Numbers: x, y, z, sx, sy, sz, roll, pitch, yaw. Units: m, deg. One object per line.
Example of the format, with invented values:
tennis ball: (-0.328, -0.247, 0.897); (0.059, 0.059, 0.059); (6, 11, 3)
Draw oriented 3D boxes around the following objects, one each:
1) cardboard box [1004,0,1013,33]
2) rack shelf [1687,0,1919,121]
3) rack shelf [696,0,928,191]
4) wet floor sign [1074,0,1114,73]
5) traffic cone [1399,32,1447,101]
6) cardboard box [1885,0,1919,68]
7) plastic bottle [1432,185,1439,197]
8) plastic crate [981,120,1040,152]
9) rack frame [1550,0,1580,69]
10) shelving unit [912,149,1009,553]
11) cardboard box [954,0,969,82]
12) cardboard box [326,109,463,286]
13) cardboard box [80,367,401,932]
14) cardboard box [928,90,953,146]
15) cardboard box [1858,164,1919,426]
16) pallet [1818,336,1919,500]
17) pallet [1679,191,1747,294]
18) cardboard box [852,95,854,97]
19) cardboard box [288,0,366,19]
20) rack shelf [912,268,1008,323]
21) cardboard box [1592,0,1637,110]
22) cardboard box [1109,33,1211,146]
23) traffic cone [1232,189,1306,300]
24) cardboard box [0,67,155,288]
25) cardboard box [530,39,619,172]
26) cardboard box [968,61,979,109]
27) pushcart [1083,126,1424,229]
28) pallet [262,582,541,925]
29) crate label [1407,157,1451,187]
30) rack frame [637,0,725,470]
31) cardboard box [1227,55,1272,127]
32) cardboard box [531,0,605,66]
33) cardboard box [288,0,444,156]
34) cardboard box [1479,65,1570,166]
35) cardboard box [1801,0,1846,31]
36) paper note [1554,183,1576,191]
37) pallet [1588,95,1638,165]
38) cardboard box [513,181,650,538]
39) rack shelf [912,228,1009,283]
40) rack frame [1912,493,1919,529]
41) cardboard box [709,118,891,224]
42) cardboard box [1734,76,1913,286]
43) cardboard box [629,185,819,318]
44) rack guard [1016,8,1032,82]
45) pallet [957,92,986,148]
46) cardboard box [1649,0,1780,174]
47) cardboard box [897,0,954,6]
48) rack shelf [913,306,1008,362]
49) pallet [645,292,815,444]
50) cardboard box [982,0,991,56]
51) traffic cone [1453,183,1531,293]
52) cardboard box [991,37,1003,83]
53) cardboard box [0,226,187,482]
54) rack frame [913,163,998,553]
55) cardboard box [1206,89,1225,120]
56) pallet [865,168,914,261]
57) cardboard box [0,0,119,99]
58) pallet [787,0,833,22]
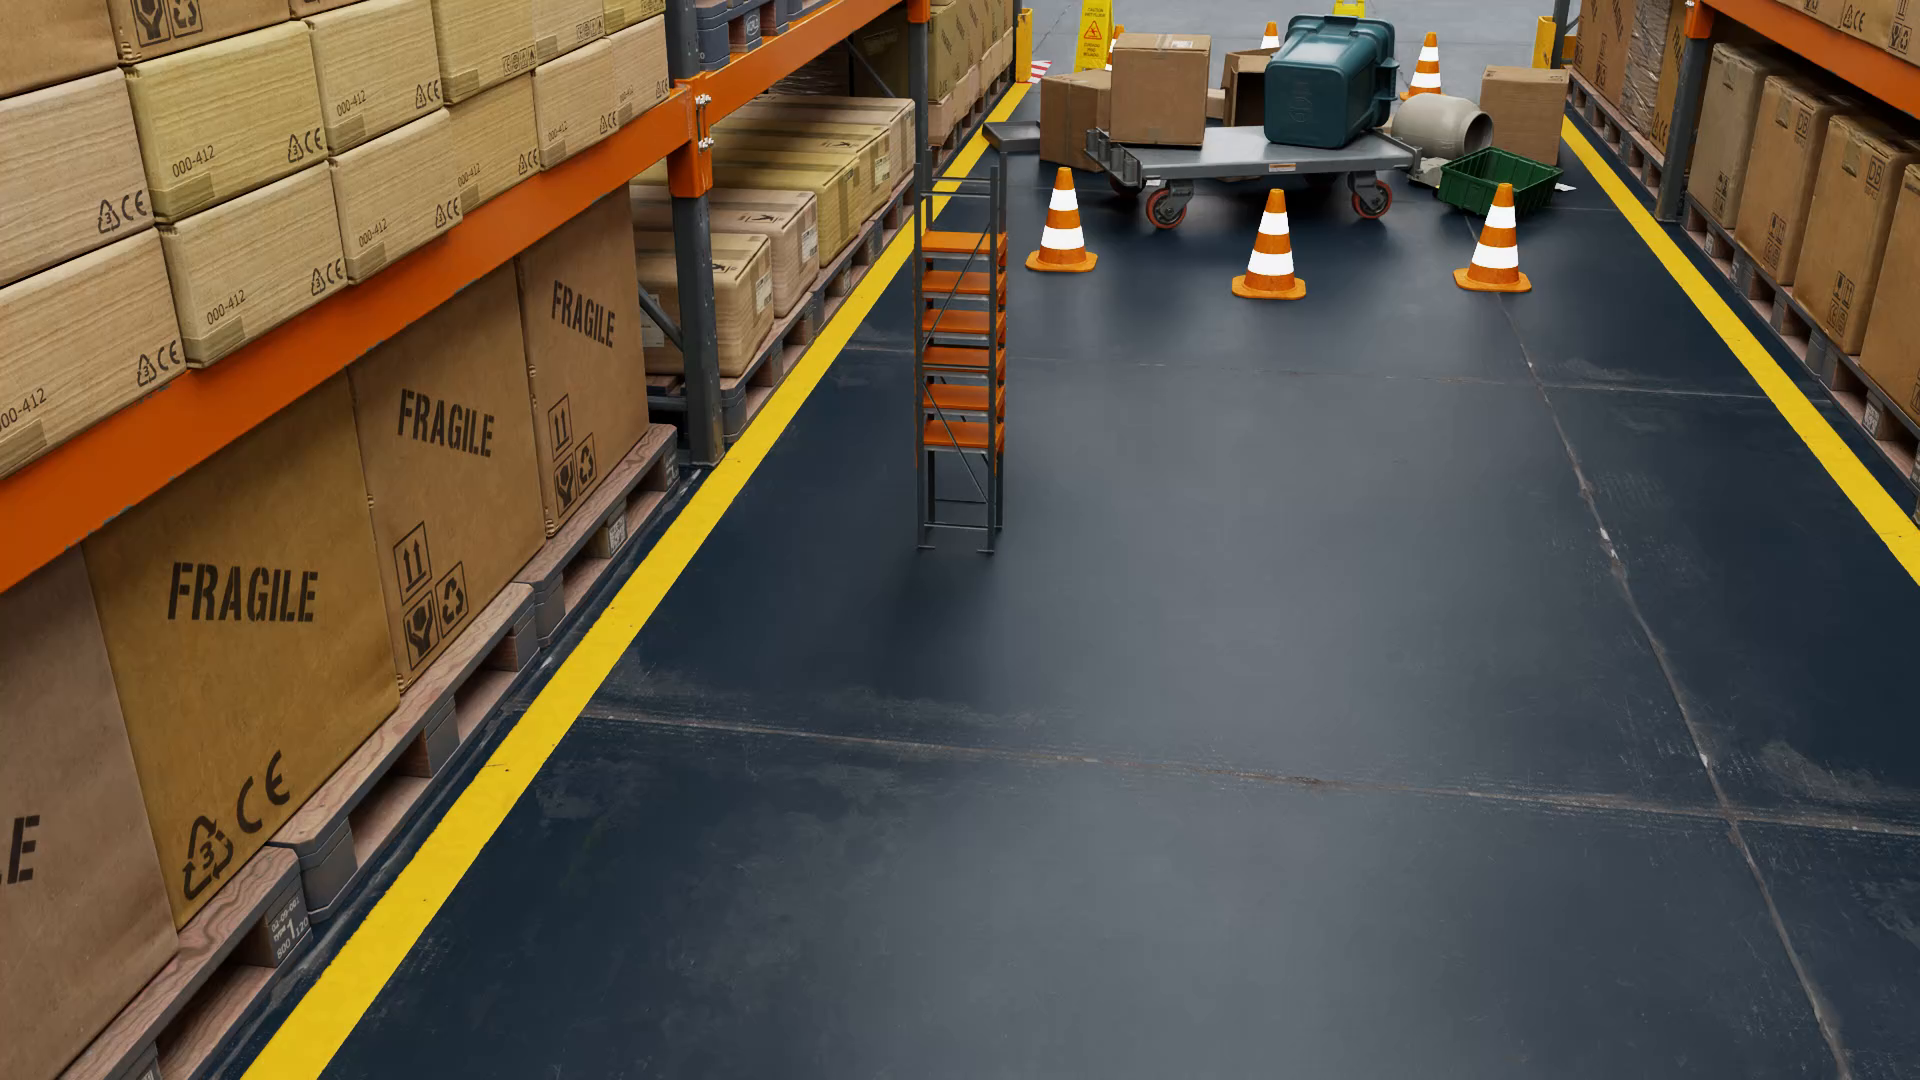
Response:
cardboard box: (0.100, -3.940, 11.993); (0.500, 0.500, 0.500); (4, 25, 9)
rack shelf: (3.894, -1.873, 6.562); (1.077, 0.370, 4.000); (4, 25, 9)
rack shelf: (-1.006, -2.174, 7.204); (1.077, 0.370, 4.000); (4, 25, 9)
wet floor sign: (1.061, -3.948, 12.923); (0.267, 0.644, 0.232); (13, 28, 26)
traffic cone: (3.386, -3.436, 12.044); (0.336, 0.463, 0.334); (4, 25, 9)
cardboard box: (3.458, -1.823, 5.489); (0.500, 0.500, 0.500); (4, 25, 9)
plastic bottle: (2.777, -1.925, 9.290); (0.133, 0.061, 0.283); (-9, 27, -19)
plastic crate: (0.386, -2.614, 10.739); (0.402, 0.080, 0.583); (-5, 25, -10)
rack frame: (4.874, -4.708, 11.771); (1.000, 3.000, 0.127); (4, 25, 9)
shelving unit: (0.002, -0.549, 5.009); (0.258, 1.200, 0.189); (4, 25, 9)
cardboard box: (-0.241, -3.073, 10.141); (0.500, 0.500, 0.500); (5, 26, 11)
cardboard box: (-1.381, -0.726, 3.440); (0.500, 0.250, 0.500); (4, 25, 8)
cardboard box: (-1.825, 0.139, 3.426); (0.875, 0.875, 0.875); (5, 26, 10)
cardboard box: (-0.317, -2.509, 9.820); (0.500, 0.250, 0.500); (3, 25, 6)
cardboard box: (3.755, -0.782, 5.541); (1.050, 0.750, 0.750); (4, 25, 8)
pallet: (3.770, -0.424, 5.907); (1.003, 0.211, 1.213); (4, 25, 9)
pallet: (4.169, -1.444, 8.087); (1.003, 0.211, 1.213); (4, 25, 9)
cardboard box: (-0.848, -2.547, 9.901); (0.500, 0.250, 0.500); (5, 26, 11)
cardboard box: (-1.413, -1.293, 3.177); (0.500, 0.500, 0.500); (4, 25, 8)
rack shelf: (0.002, -0.727, 4.926); (0.258, 0.103, 0.180); (4, 25, 9)
cardboard box: (4.687, -3.280, 10.730); (0.875, 0.875, 0.875); (4, 25, 8)
cardboard box: (1.081, -2.436, 8.972); (0.500, 0.500, 0.500); (4, 25, 9)
traffic cone: (1.438, -1.381, 7.654); (0.336, 0.463, 0.334); (4, 25, 9)
cardboard box: (-1.579, -0.533, 2.438); (0.500, 0.250, 0.500); (4, 25, 9)
cardboard box: (-1.228, -1.151, 4.347); (0.500, 0.250, 0.500); (4, 25, 9)
cardboard box: (-0.157, -2.955, 10.773); (0.500, 0.250, 0.500); (4, 25, 8)
pushcart: (1.578, -2.011, 9.102); (1.648, 0.377, 0.936); (-5, 25, -10)
pallet: (-1.738, 0.433, 4.076); (1.003, 0.211, 1.213); (4, 25, 9)
crate label: (2.749, -2.130, 9.638); (0.298, 0.136, 0.250); (-14, 29, -27)
rack frame: (-1.333, -1.663, 5.265); (1.000, 3.000, 0.127); (4, 25, 9)
cardboard box: (2.040, -2.638, 10.132); (0.797, 0.637, 0.503); (4, 25, 9)
cardboard box: (-1.242, -1.387, 4.262); (0.500, 0.250, 0.500); (3, 25, 7)
cardboard box: (-1.390, -0.954, 3.337); (0.500, 0.250, 0.500); (3, 25, 7)
cardboard box: (3.462, -2.625, 10.265); (0.500, 0.500, 0.500); (8, 26, 18)
cardboard box: (3.620, -2.247, 6.394); (0.500, 0.500, 0.500); (4, 25, 9)
paper note: (3.437, -2.035, 9.561); (0.147, 0.020, 0.142); (-14, 29, -27)
pallet: (4.619, -2.597, 10.549); (1.003, 0.211, 1.213); (4, 25, 9)
cardboard box: (-1.528, -0.608, 5.021); (0.875, 0.875, 0.875); (4, 25, 8)
rack shelf: (0.002, -0.835, 4.875); (0.258, 0.103, 0.180); (4, 25, 9)
rack frame: (3.567, -1.362, 4.622); (1.000, 3.000, 0.127); (4, 25, 9)
cardboard box: (-0.877, -1.816, 8.195); (0.950, 0.372, 0.625); (6, 26, 12)
cardboard box: (4.046, -1.538, 7.155); (1.050, 0.750, 0.750); (4, 25, 9)
cardboard box: (-1.118, -1.208, 6.897); (0.950, 0.372, 0.625); (4, 25, 8)
rack guard: (-0.038, -3.845, 12.875); (1.175, 0.500, 0.348); (4, 25, 9)
pallet: (-0.408, -2.868, 11.129); (1.003, 0.211, 1.213); (4, 25, 9)
cardboard box: (4.392, -2.521, 9.109); (0.875, 0.875, 0.875); (4, 25, 9)
cardboard box: (-0.237, -3.191, 9.626); (0.380, 0.149, 0.250); (4, 25, 9)
rack shelf: (0.002, -0.618, 4.977); (0.258, 0.103, 0.180); (4, 25, 9)
pallet: (-1.204, -0.727, 6.554); (1.003, 0.211, 1.213); (4, 25, 9)
cardboard box: (-0.071, -3.511, 11.077); (0.500, 0.500, 0.500); (3, 25, 7)
traffic cone: (2.512, -1.430, 7.760); (0.336, 0.463, 0.334); (4, 25, 9)
cardboard box: (0.015, -3.381, 11.683); (0.500, 0.250, 0.500); (4, 25, 9)
cardboard box: (-1.572, -0.305, 2.539); (0.500, 0.250, 0.500); (3, 25, 7)
rack frame: (-0.013, -0.511, 4.927); (0.240, 1.200, 0.006); (4, 25, 9)
cardboard box: (1.753, -3.030, 11.548); (0.380, 0.149, 0.250); (19, 31, 35)
pallet: (-0.805, -1.747, 8.734); (1.003, 0.211, 1.213); (4, 25, 9)
cardboard box: (-1.576, -0.867, 2.267); (0.500, 0.500, 0.500); (4, 25, 8)
pallet: (-1.050, -2.407, 7.080); (1.003, 0.211, 1.213); (4, 25, 9)
